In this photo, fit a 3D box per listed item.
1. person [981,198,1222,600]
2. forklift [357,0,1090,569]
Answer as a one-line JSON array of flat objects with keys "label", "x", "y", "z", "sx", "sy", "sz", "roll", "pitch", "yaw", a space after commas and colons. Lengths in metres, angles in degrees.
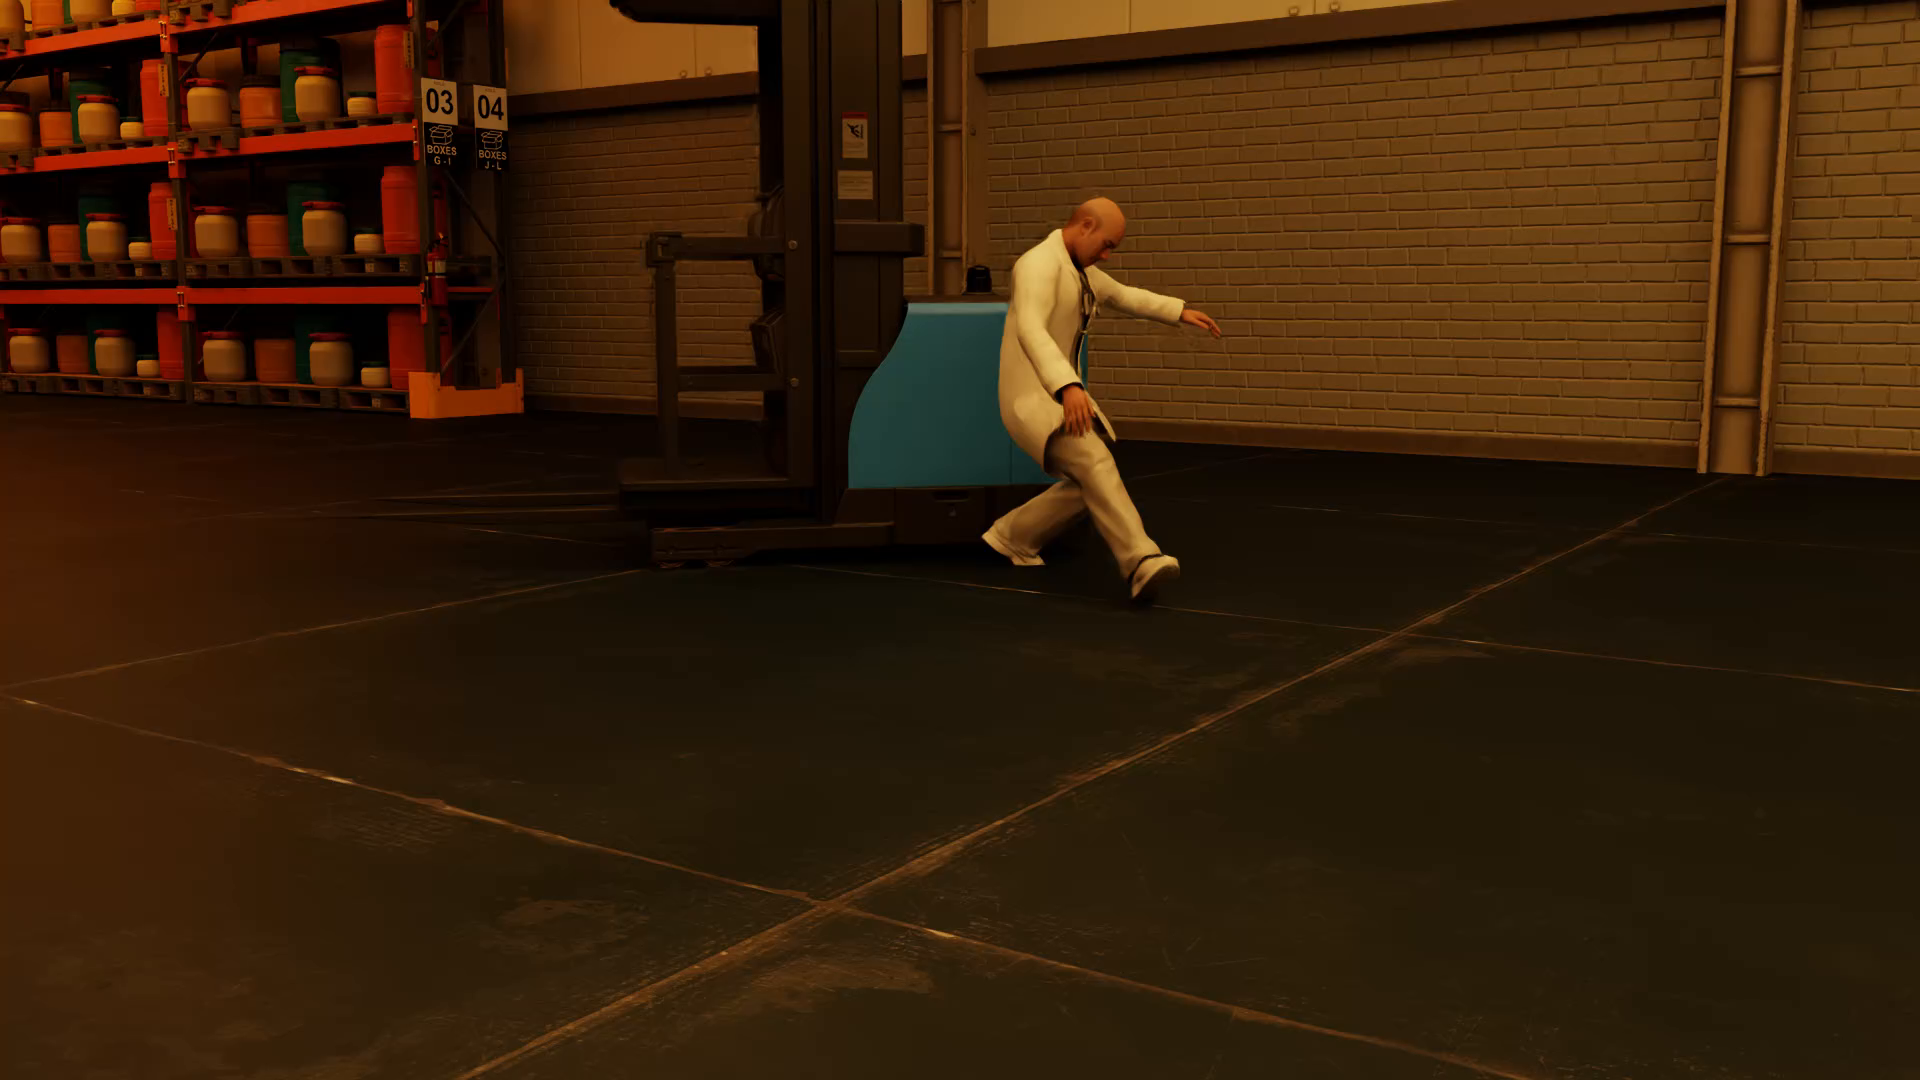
[{"label": "person", "x": 0.468, "y": -0.500, "z": 6.319, "sx": 1.115, "sy": 1.543, "sz": 1.105, "roll": 4, "pitch": 9, "yaw": 25}, {"label": "forklift", "x": -1.010, "y": -1.415, "z": 7.142, "sx": 3.031, "sy": 2.935, "sz": 1.130, "roll": -2, "pitch": 8, "yaw": -12}]
